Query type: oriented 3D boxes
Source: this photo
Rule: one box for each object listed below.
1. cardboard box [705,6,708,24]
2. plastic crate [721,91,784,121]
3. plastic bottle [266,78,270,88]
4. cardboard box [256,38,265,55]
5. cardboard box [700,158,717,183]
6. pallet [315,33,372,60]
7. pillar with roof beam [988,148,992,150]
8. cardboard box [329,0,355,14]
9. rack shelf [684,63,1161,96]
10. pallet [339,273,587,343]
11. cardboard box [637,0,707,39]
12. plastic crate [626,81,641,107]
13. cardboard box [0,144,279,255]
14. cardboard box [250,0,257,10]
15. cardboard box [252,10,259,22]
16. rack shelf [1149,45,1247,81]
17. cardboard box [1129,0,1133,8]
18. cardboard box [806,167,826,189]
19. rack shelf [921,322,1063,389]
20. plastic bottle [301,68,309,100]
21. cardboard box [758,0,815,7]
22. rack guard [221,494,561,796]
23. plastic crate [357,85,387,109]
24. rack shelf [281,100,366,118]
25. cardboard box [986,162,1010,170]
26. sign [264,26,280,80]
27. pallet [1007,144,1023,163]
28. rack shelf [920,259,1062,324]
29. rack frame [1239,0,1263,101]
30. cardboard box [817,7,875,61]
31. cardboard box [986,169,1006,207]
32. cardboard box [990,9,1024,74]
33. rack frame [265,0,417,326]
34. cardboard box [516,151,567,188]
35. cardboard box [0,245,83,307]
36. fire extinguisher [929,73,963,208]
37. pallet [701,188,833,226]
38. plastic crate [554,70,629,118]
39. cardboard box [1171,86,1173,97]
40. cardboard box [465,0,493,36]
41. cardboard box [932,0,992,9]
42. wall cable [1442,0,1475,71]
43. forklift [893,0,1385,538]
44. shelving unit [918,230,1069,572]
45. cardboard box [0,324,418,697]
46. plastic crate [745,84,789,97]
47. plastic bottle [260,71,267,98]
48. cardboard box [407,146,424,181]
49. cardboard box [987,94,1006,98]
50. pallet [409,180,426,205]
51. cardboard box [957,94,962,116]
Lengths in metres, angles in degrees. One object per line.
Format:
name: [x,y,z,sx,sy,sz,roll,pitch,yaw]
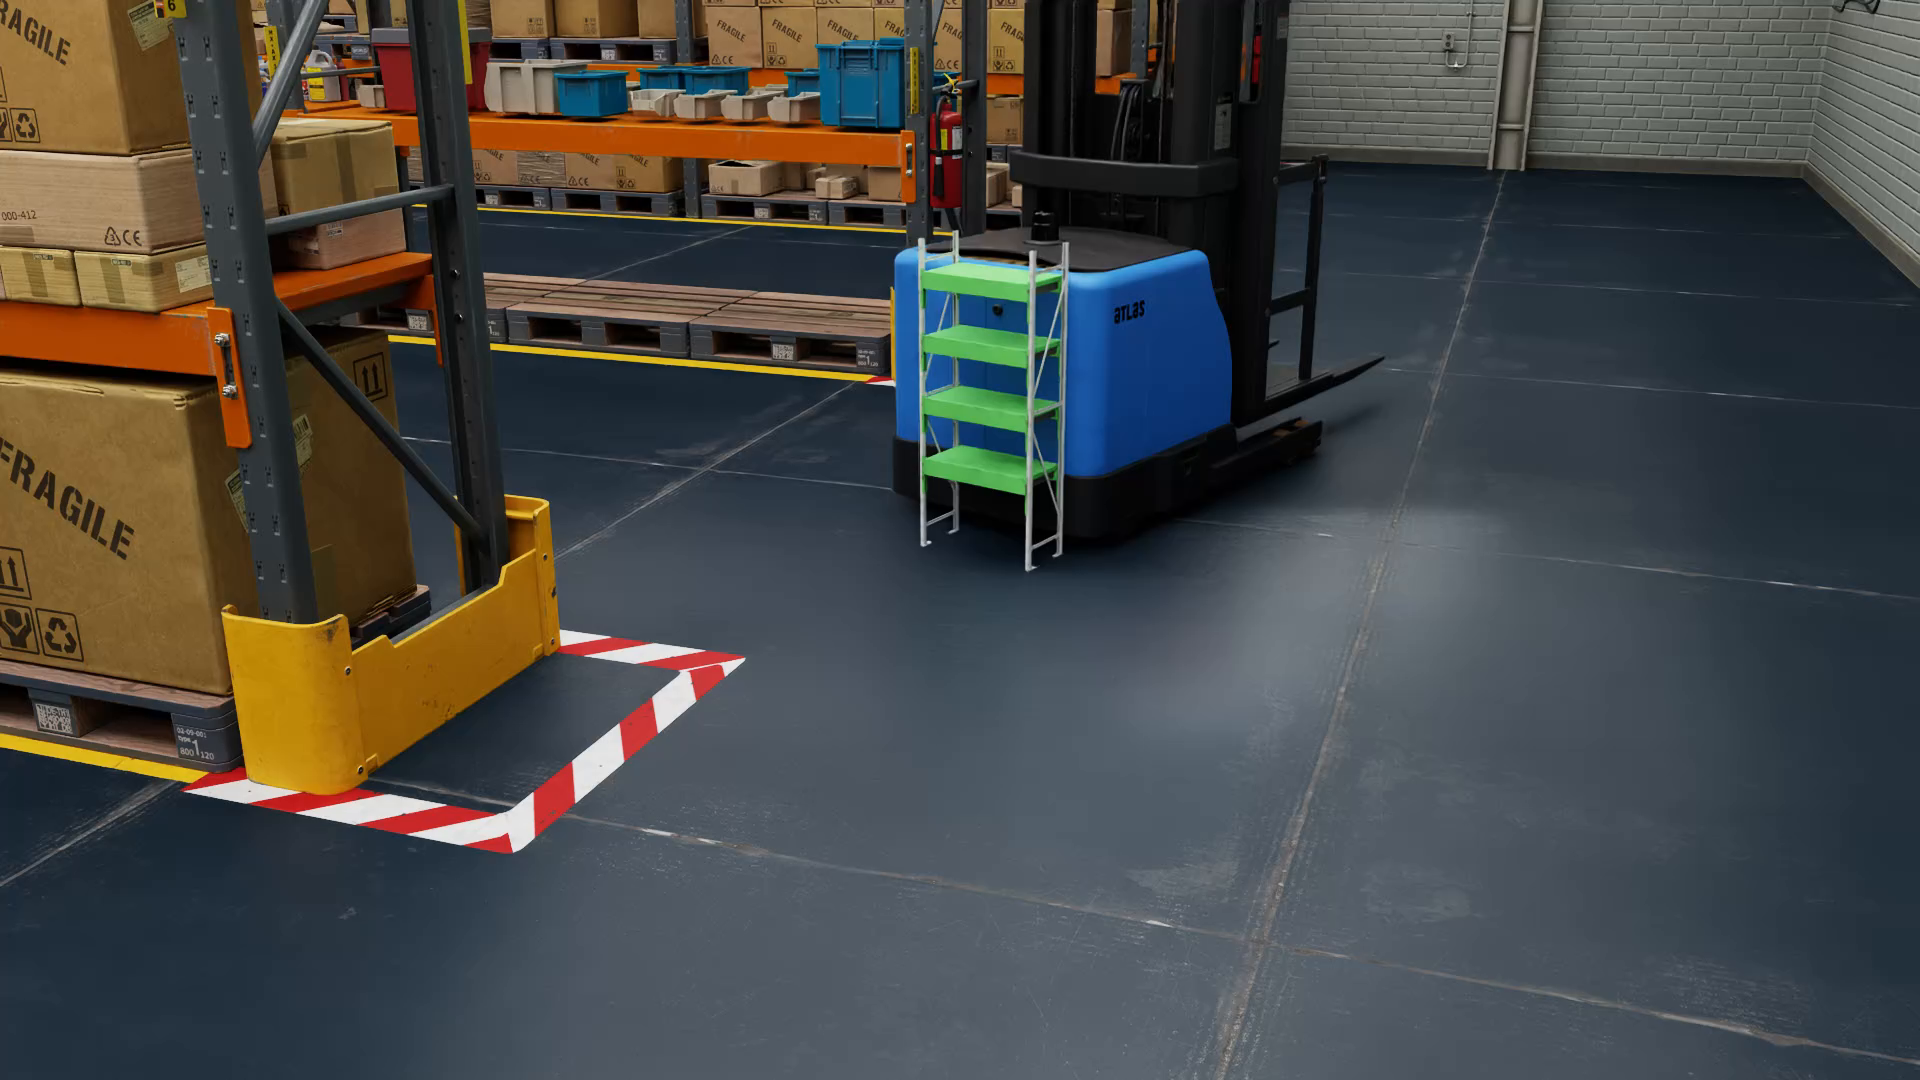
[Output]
cardboard box: [-3.038,-6.348,19.595,0.500,0.500,0.500,6,20,18]
plastic crate: [-1.165,-2.423,9.280,0.243,0.136,0.396,7,20,18]
plastic bottle: [-4.300,-2.773,10.275,0.097,0.201,0.097,0,19,0]
cardboard box: [-6.935,-4.748,16.022,0.250,0.149,0.380,7,20,18]
cardboard box: [-2.593,-3.579,15.415,0.500,0.500,0.500,6,20,16]
pallet: [-5.331,-4.713,15.833,1.003,0.211,1.213,7,20,18]
pillar with roof beam: [-1.062,-7.652,14.856,0.400,9.000,9.100,7,20,18]
cardboard box: [-7.681,-7.018,21.331,0.500,0.500,0.700,7,20,18]
rack shelf: [-0.327,-3.868,14.208,4.000,0.370,1.077,7,20,18]
pallet: [-3.138,-1.500,10.558,1.213,0.211,1.003,7,20,18]
cardboard box: [-2.590,-4.790,14.970,0.500,0.500,0.700,0,19,0]
plastic crate: [-2.102,-2.693,10.054,0.466,0.136,0.293,7,20,18]
cardboard box: [-2.237,-0.951,4.524,0.500,0.250,0.500,6,20,17]
cardboard box: [-9.172,-7.128,21.526,0.500,0.500,0.500,6,20,18]
cardboard box: [-9.166,-6.780,21.667,0.500,0.250,0.500,7,20,18]
rack shelf: [1.295,-5.408,18.627,4.000,0.370,1.077,7,20,18]
cardboard box: [1.230,-4.641,13.661,0.500,0.500,0.500,7,20,20]
cardboard box: [-1.211,-3.290,15.120,0.250,0.149,0.380,7,20,18]
rack shelf: [0.121,-0.693,6.207,0.480,0.148,0.258,13,23,33]
plastic bottle: [-4.293,-2.983,10.880,0.097,0.201,0.097,0,19,0]
cardboard box: [-1.376,-4.749,13.972,0.500,0.500,0.500,6,20,16]
rack guard: [-1.669,0.271,5.038,0.348,0.500,1.175,7,20,18]
plastic crate: [-3.452,-2.693,10.054,0.243,0.136,0.396,7,20,18]
rack shelf: [-5.734,-2.760,11.030,4.000,0.370,1.077,7,20,18]
cardboard box: [0.197,-3.156,14.581,0.500,0.250,0.500,7,20,18]
sign: [-4.027,-2.844,9.756,0.005,0.325,0.100,7,20,18]
pallet: [1.255,-4.410,18.906,1.213,0.211,1.003,7,20,18]
rack shelf: [0.121,-0.920,6.128,0.480,0.148,0.258,13,23,33]
rack frame: [3.184,-5.532,17.889,0.127,3.000,1.000,7,20,18]
cardboard box: [-0.868,-4.222,13.979,0.500,0.500,0.500,6,20,18]
cardboard box: [0.080,-2.995,14.120,0.500,0.250,0.500,7,20,18]
cardboard box: [0.559,-4.057,13.507,0.500,0.500,0.500,7,20,19]
rack frame: [-3.845,-2.884,10.292,0.127,3.000,1.000,7,20,18]
cardboard box: [-3.714,-3.525,15.262,0.500,0.500,0.500,7,20,19]
cardboard box: [-2.383,-0.757,4.571,0.250,0.149,0.380,7,20,19]
fire extinguisher: [-0.073,-2.081,8.674,0.183,0.674,0.296,7,20,18]
pallet: [-1.568,-3.032,14.954,1.213,0.211,1.003,7,20,18]
plastic crate: [-2.091,-2.543,9.478,0.300,0.233,0.416,7,20,18]
cardboard box: [2.309,-4.858,18.130,0.250,0.149,0.380,6,20,17]
cardboard box: [-4.561,-4.910,15.315,0.500,0.500,0.700,11,22,28]
cardboard box: [0.083,-4.582,13.493,0.500,0.500,0.500,7,20,20]
wall cable: [4.704,-6.168,18.169,1.851,1.984,0.084,7,20,18]
forklift: [1.022,-1.809,7.314,1.130,2.935,3.031,14,24,35]
shelving unit: [0.121,-0.527,6.265,0.503,1.200,0.258,13,23,33]
cardboard box: [-2.323,-0.151,5.042,0.875,0.875,0.875,7,20,18]
plastic crate: [-1.108,-2.618,9.840,0.298,0.136,0.250,7,20,18]
plastic bottle: [-4.324,-2.767,10.146,0.135,0.276,0.152,7,20,18]
cardboard box: [-5.162,-3.690,15.734,0.500,0.500,0.500,6,20,16]
cardboard box: [0.342,-5.082,18.772,0.250,0.149,0.380,7,20,20]
pallet: [-5.302,-3.446,16.142,1.213,0.211,1.003,7,20,18]
cardboard box: [0.079,-4.869,19.148,0.500,0.500,0.700,7,20,19]
